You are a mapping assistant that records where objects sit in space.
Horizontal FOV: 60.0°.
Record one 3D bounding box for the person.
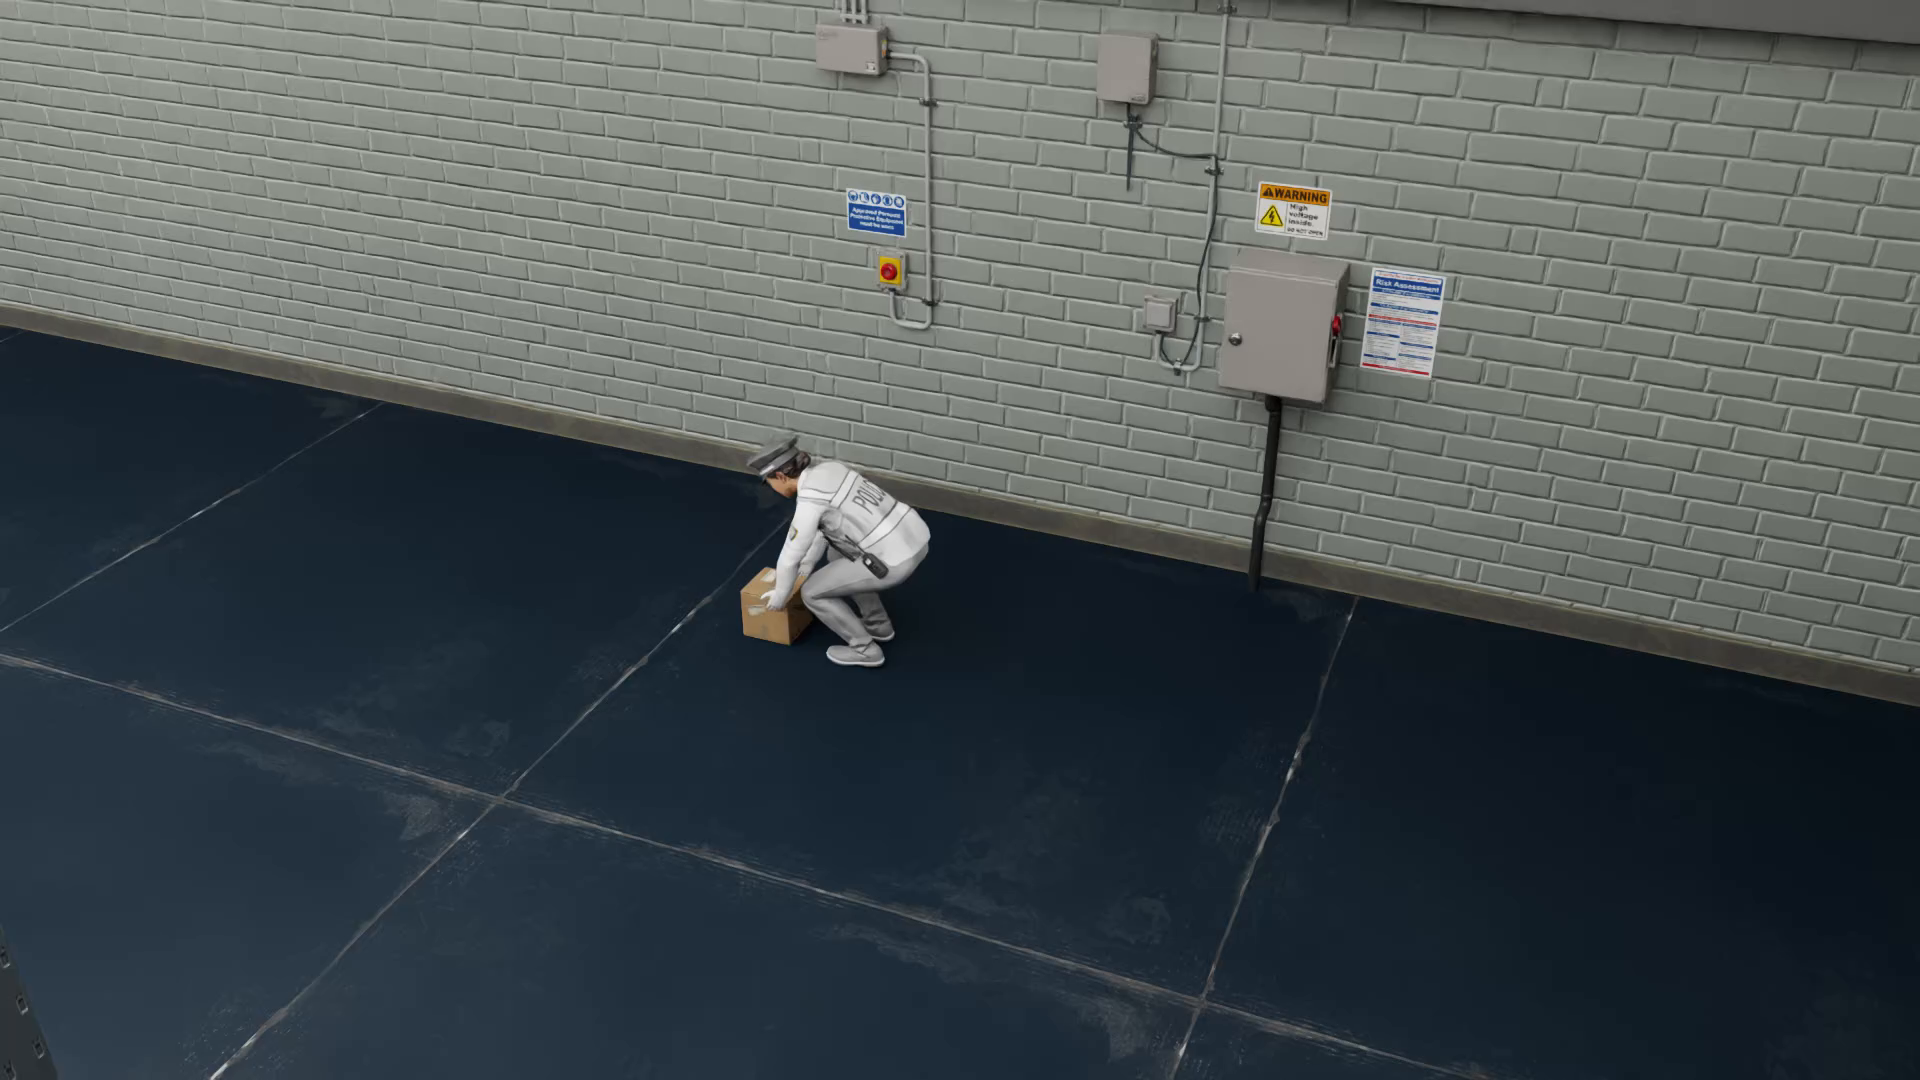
[{"bbox_3d":[-0.561,0.047,7.644,0.827,1.075,0.505,11,32,19],"label":"person"}]
